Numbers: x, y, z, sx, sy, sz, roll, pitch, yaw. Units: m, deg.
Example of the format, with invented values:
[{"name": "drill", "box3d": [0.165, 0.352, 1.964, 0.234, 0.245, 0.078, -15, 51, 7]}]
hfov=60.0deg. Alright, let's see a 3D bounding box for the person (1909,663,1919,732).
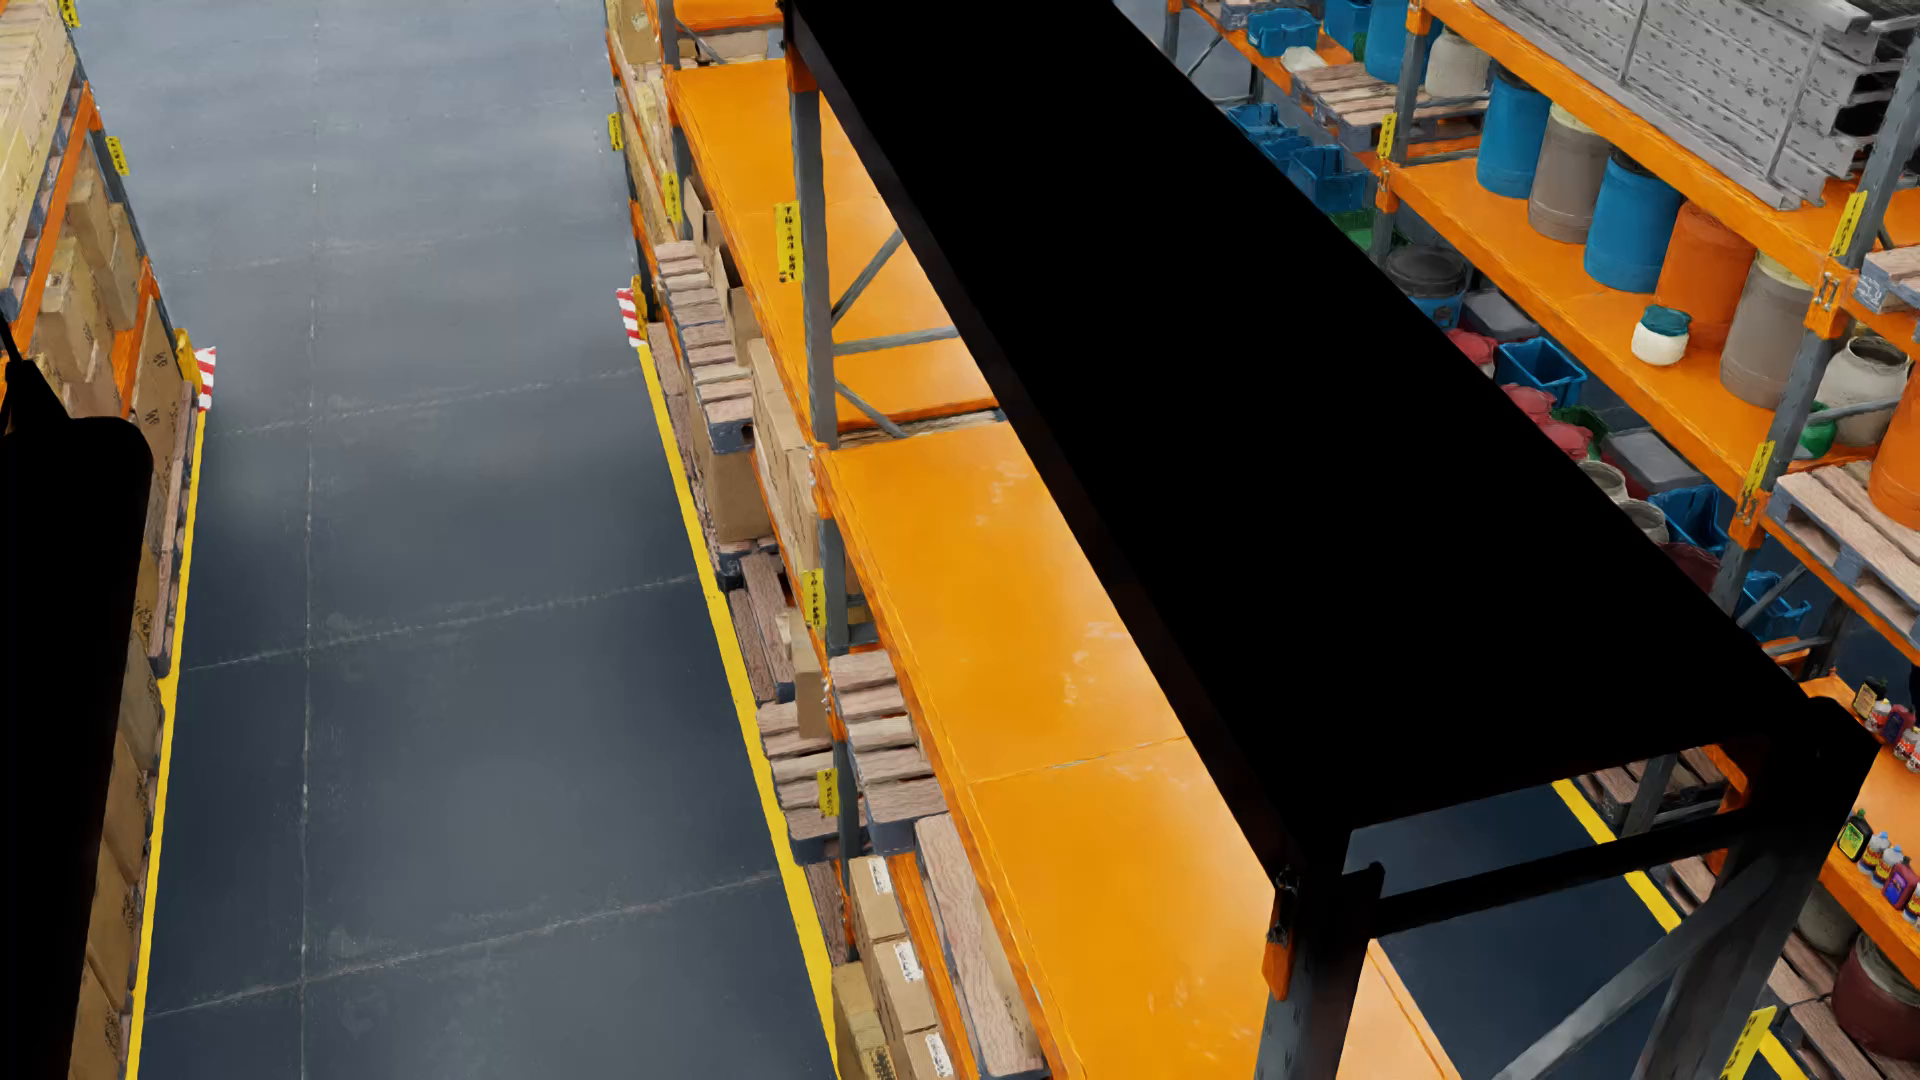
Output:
[{"name": "person", "box3d": [6.490, 0.614, 10.781, 0.625, 1.596, 0.510, -12, 40, -15]}]
